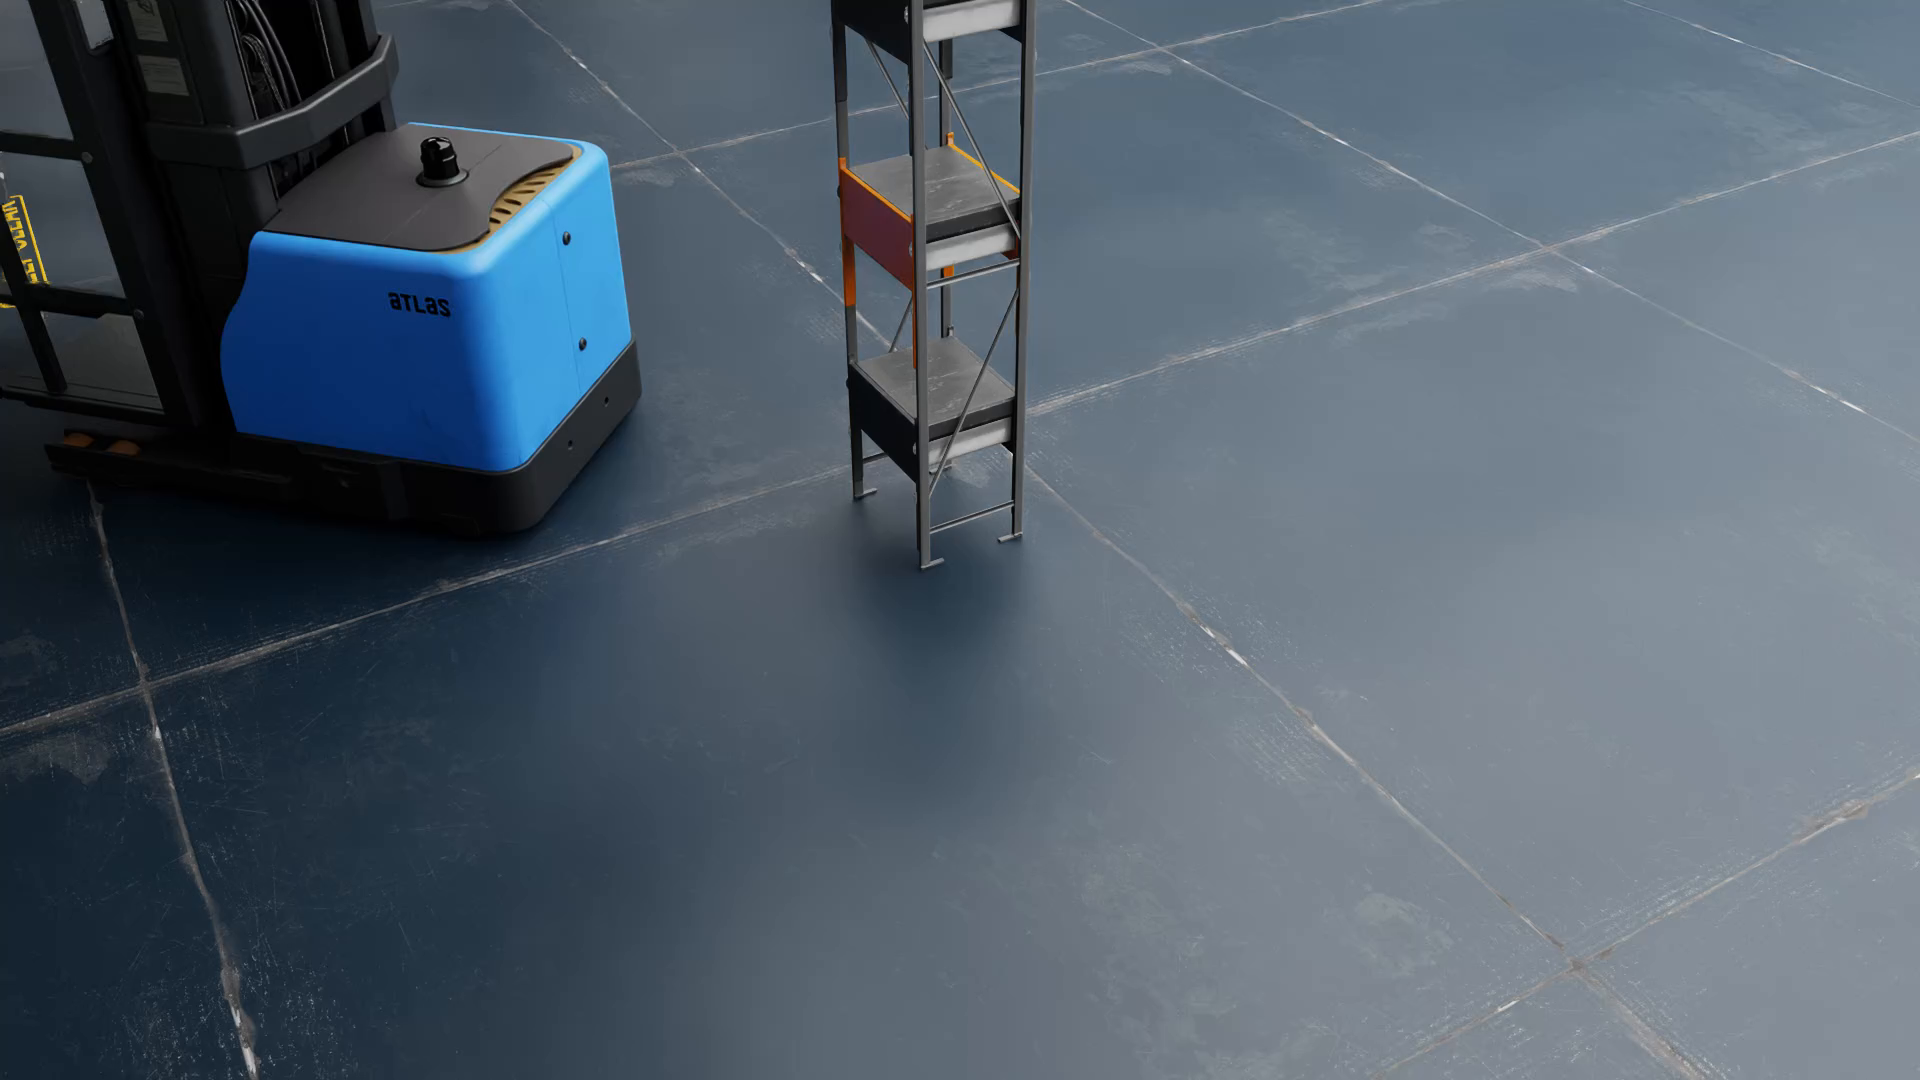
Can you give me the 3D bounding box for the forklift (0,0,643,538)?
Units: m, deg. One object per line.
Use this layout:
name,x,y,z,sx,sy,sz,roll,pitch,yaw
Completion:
forklift,-2.797,-1.665,5.544,3.031,2.935,1.130,9,37,12

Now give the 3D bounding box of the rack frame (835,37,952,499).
rack frame,-0.206,-1.057,5.417,0.400,2.100,0.015,-19,40,-24

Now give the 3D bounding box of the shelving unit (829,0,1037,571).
shelving unit,-0.083,-0.932,5.246,0.431,2.100,0.503,-19,40,-24

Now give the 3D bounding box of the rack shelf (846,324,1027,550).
rack shelf,-0.083,-0.356,5.667,0.431,0.518,0.480,-19,40,-24

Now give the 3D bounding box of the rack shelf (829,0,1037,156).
rack shelf,-0.083,-1.487,4.841,0.431,0.518,0.480,-19,40,-24

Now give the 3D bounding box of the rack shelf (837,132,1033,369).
rack shelf,-0.083,-0.921,5.254,0.431,0.518,0.480,-19,40,-24

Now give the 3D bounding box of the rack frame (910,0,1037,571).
rack frame,0.039,-0.808,5.076,0.400,2.100,0.015,-19,40,-24
